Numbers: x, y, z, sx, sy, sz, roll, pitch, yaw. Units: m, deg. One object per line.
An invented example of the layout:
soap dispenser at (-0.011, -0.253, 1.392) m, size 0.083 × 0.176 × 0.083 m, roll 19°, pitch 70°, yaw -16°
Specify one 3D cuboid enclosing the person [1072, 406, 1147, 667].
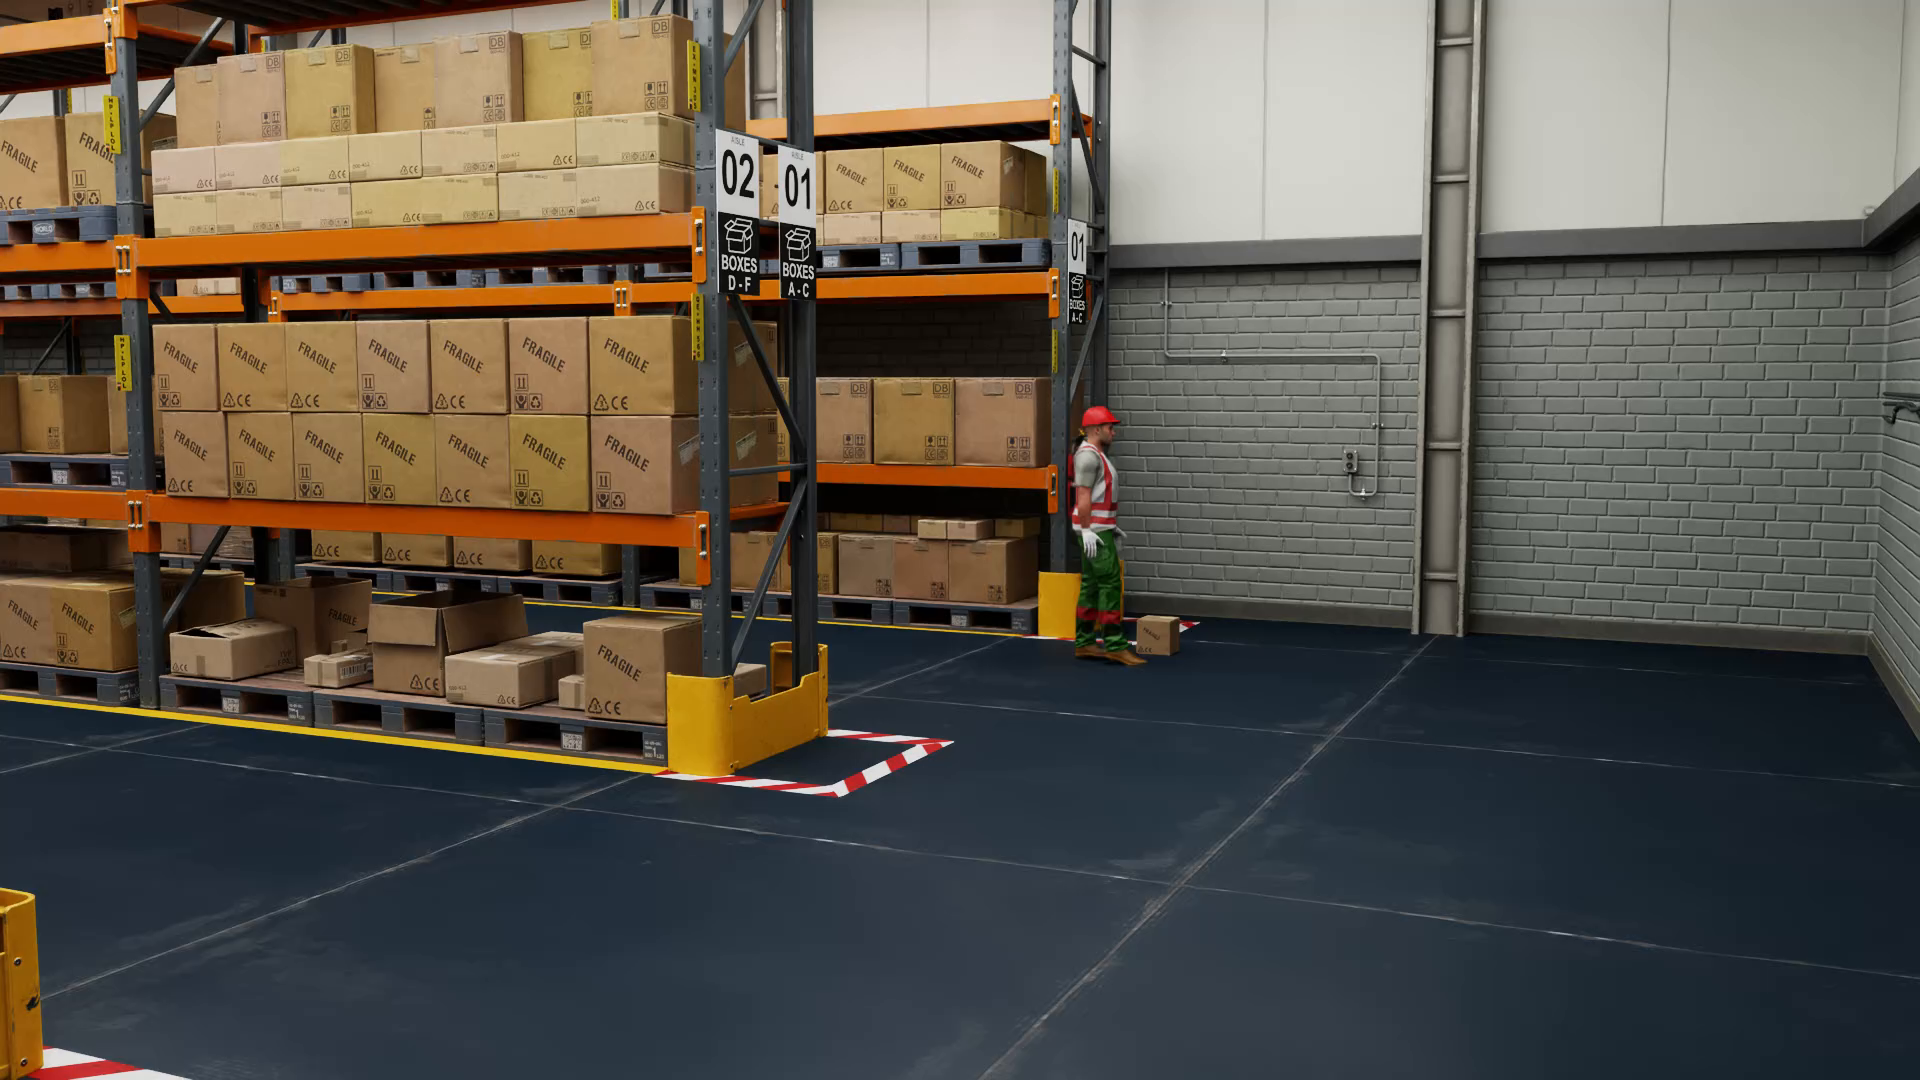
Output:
person at (1.067, -0.042, 11.736) m, size 0.560 × 1.799 × 0.560 m, roll 1°, pitch 6°, yaw 10°
